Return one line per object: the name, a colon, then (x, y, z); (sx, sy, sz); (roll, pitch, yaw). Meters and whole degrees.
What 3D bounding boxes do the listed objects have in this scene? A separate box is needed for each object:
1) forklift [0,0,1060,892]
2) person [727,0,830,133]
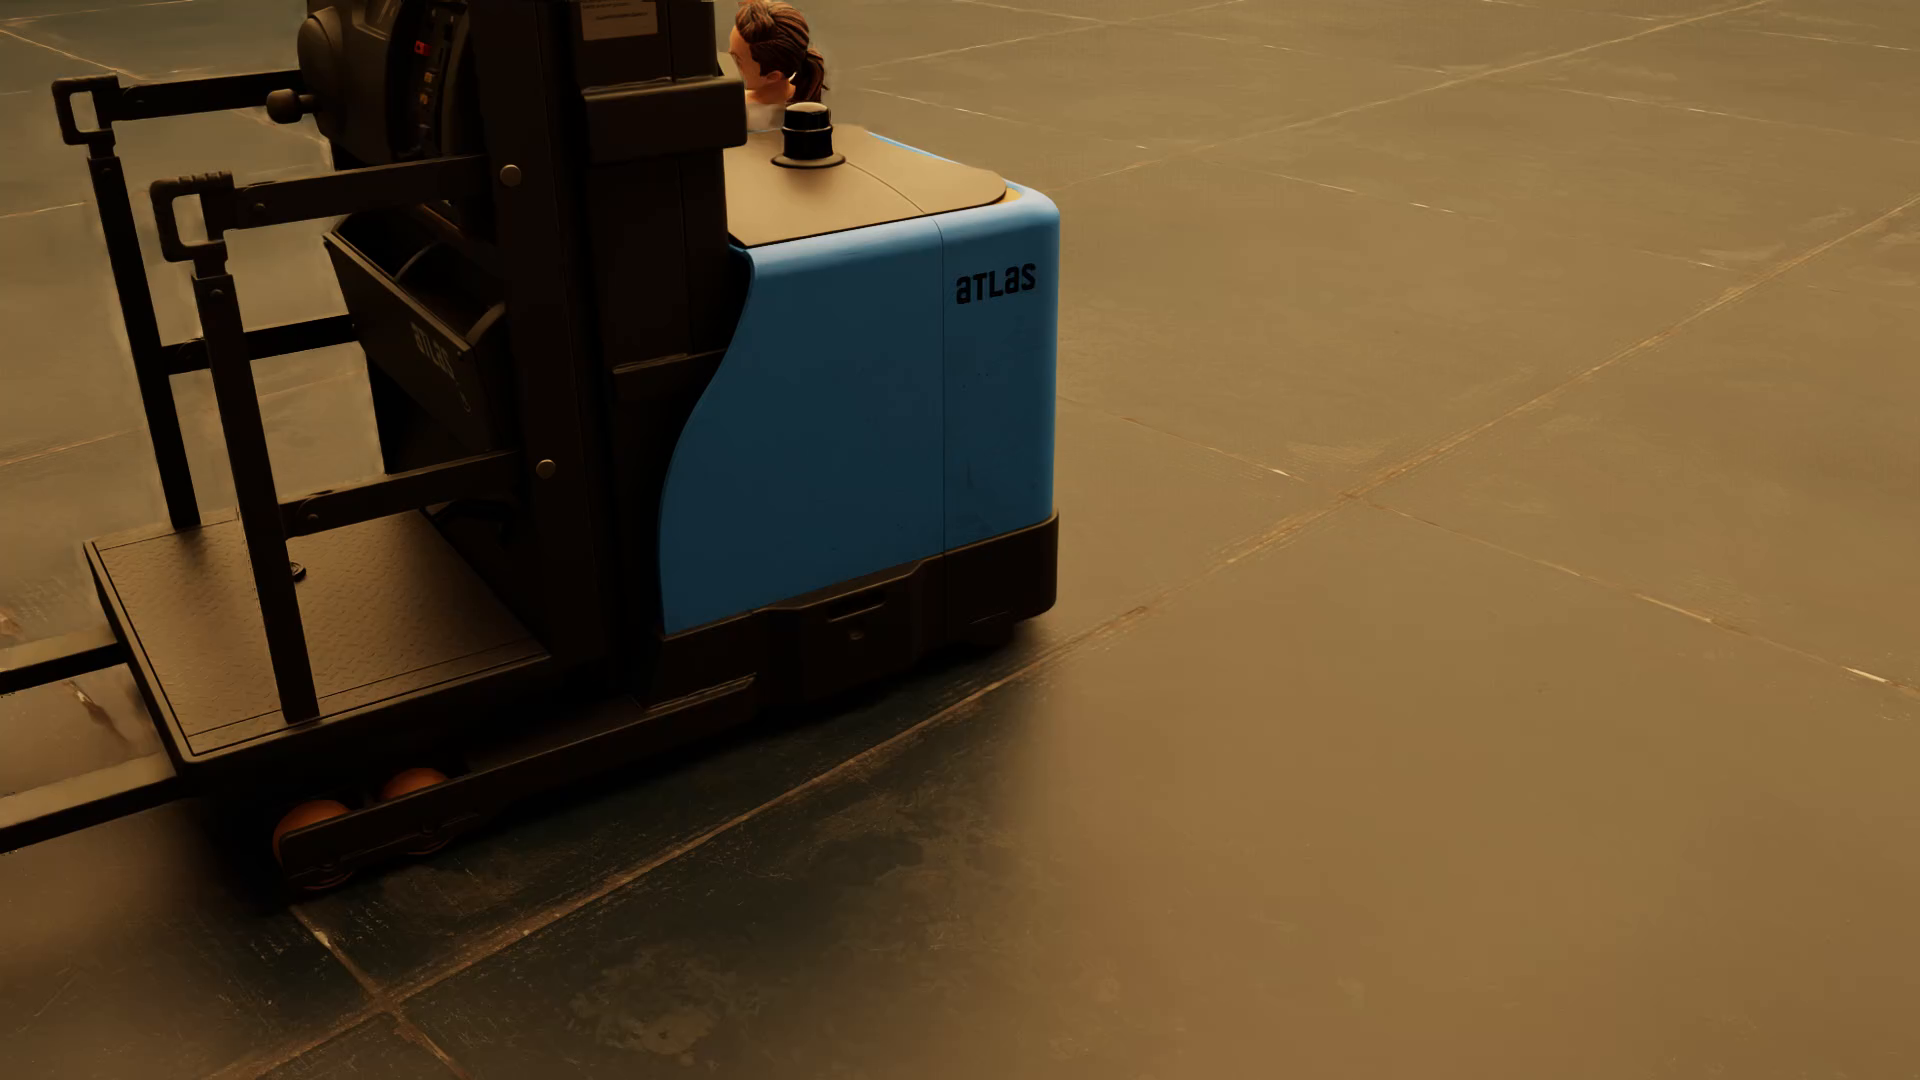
forklift: (-1.270, -0.913, 3.076); (3.031, 2.935, 1.130); (-17, 31, -30)
person: (-0.774, -0.883, 4.581); (0.763, 1.562, 0.914); (17, 31, 31)
